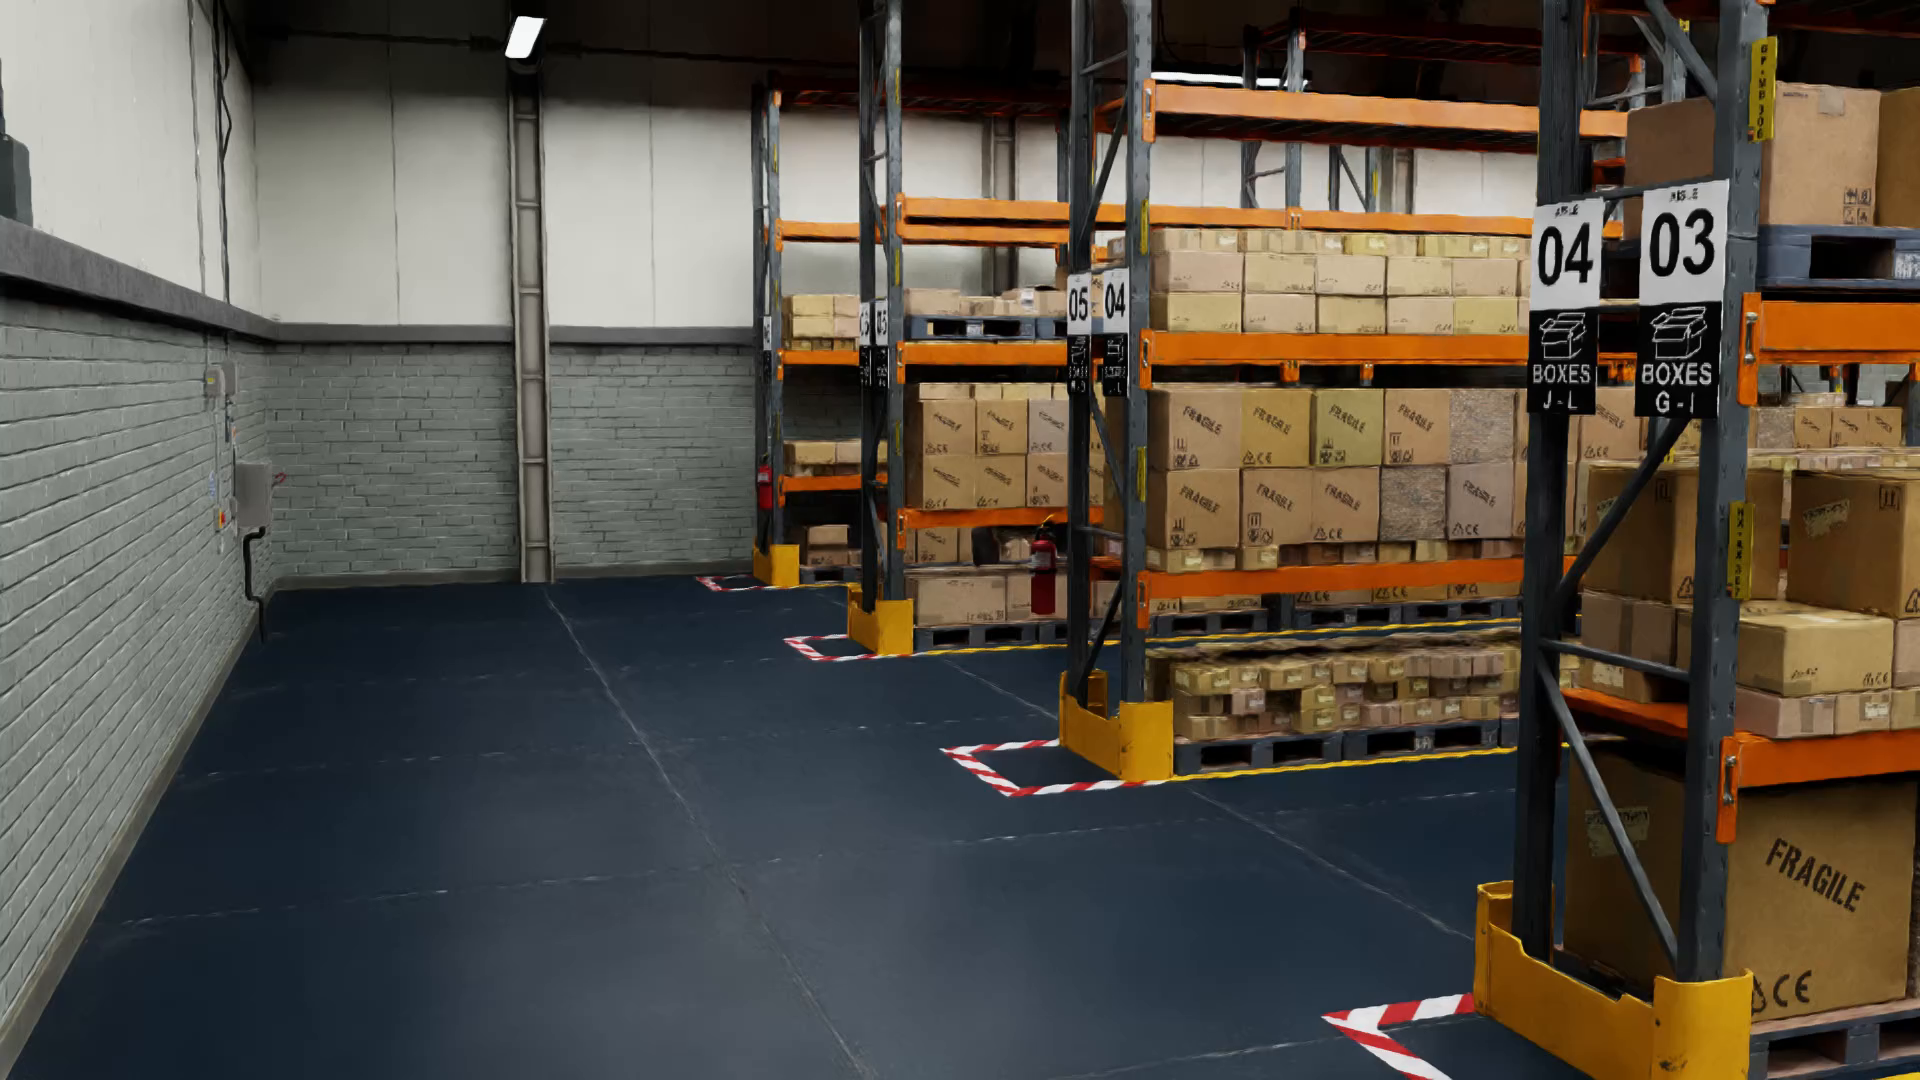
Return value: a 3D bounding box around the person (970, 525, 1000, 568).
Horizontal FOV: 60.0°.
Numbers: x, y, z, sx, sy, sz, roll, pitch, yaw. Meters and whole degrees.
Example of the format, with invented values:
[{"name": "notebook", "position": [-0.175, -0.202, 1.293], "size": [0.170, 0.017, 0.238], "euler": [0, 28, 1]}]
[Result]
[{"name": "person", "position": [0.319, -0.051, 17.505], "size": [0.406, 1.659, 0.485], "euler": [-1, 6, -13]}]
